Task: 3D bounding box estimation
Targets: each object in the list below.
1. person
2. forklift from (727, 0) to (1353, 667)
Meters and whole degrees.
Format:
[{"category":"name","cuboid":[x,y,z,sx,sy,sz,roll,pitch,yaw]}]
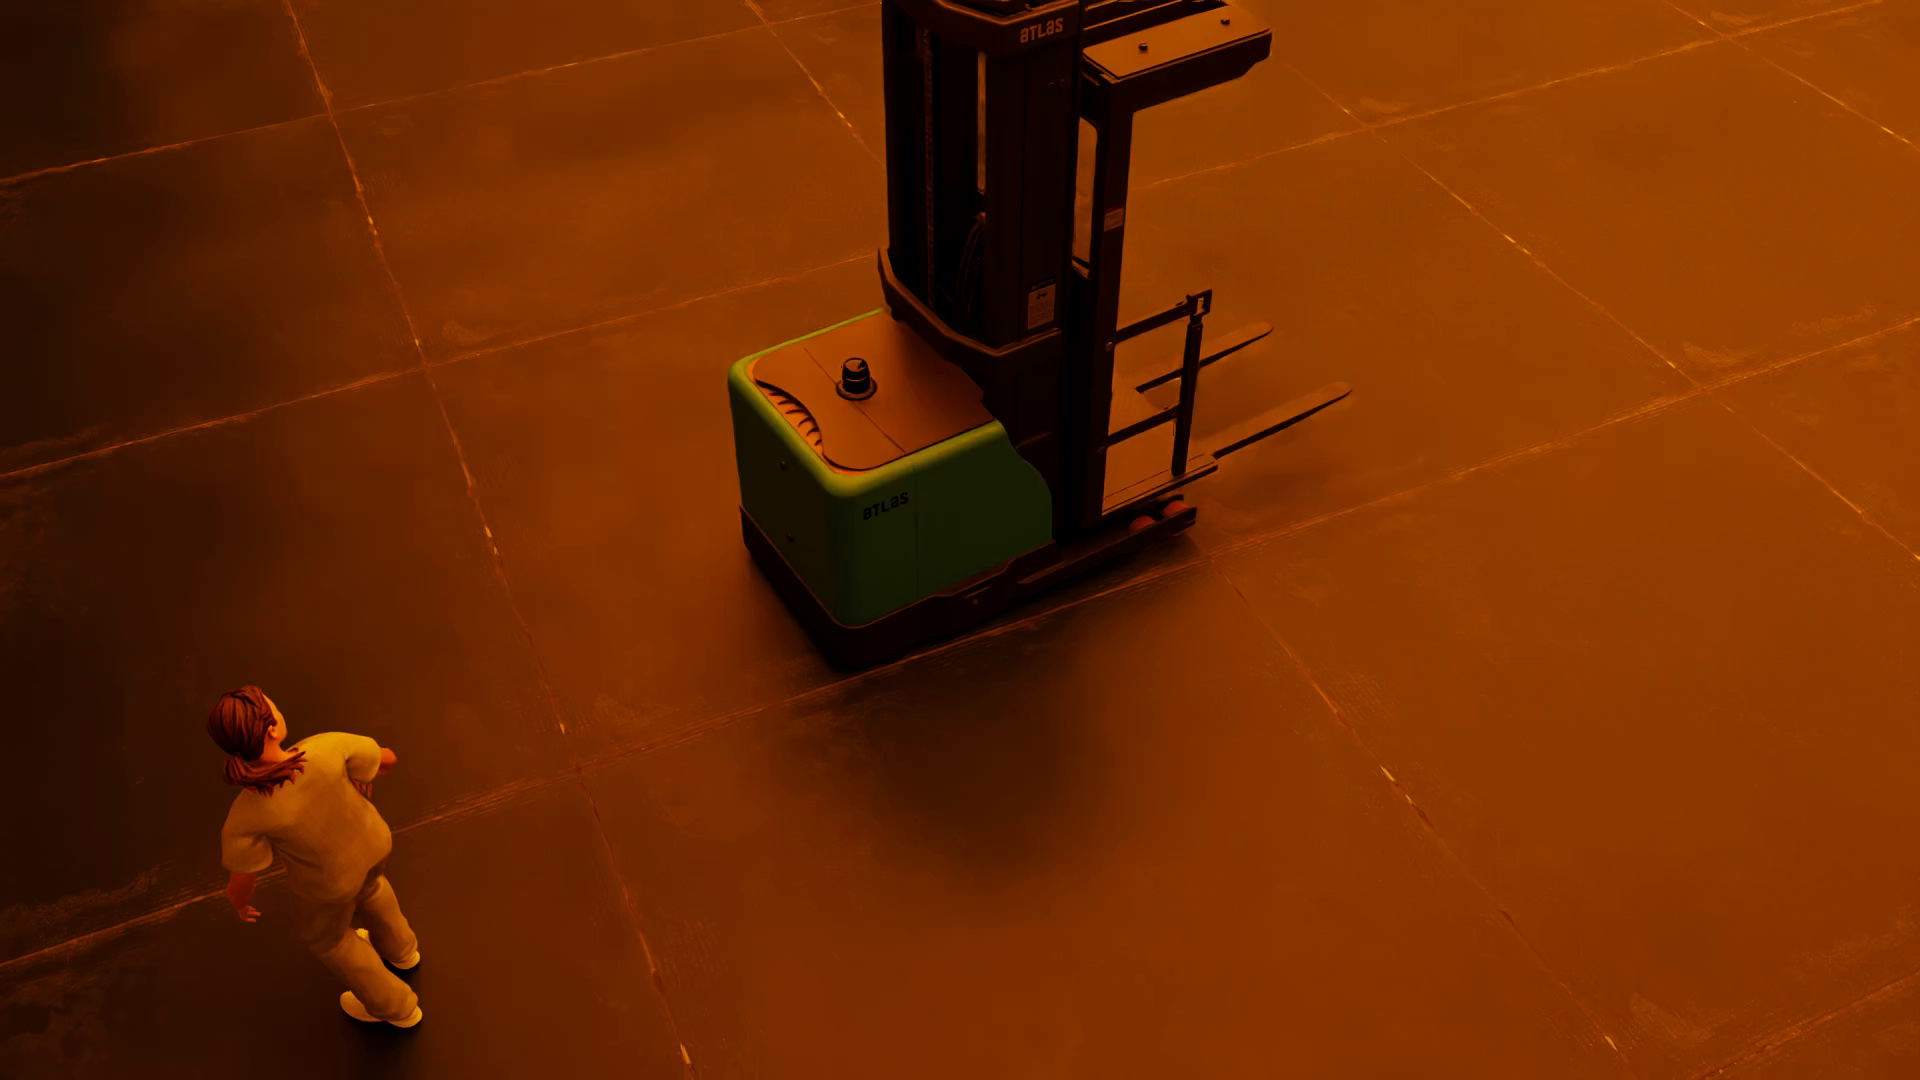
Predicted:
[{"category":"person","cuboid":[-2.140,1.054,5.500,0.476,1.644,0.632,21,47,21]},{"category":"forklift","cuboid":[0.511,-1.303,7.076,3.031,2.935,1.130,-24,48,-23]}]
